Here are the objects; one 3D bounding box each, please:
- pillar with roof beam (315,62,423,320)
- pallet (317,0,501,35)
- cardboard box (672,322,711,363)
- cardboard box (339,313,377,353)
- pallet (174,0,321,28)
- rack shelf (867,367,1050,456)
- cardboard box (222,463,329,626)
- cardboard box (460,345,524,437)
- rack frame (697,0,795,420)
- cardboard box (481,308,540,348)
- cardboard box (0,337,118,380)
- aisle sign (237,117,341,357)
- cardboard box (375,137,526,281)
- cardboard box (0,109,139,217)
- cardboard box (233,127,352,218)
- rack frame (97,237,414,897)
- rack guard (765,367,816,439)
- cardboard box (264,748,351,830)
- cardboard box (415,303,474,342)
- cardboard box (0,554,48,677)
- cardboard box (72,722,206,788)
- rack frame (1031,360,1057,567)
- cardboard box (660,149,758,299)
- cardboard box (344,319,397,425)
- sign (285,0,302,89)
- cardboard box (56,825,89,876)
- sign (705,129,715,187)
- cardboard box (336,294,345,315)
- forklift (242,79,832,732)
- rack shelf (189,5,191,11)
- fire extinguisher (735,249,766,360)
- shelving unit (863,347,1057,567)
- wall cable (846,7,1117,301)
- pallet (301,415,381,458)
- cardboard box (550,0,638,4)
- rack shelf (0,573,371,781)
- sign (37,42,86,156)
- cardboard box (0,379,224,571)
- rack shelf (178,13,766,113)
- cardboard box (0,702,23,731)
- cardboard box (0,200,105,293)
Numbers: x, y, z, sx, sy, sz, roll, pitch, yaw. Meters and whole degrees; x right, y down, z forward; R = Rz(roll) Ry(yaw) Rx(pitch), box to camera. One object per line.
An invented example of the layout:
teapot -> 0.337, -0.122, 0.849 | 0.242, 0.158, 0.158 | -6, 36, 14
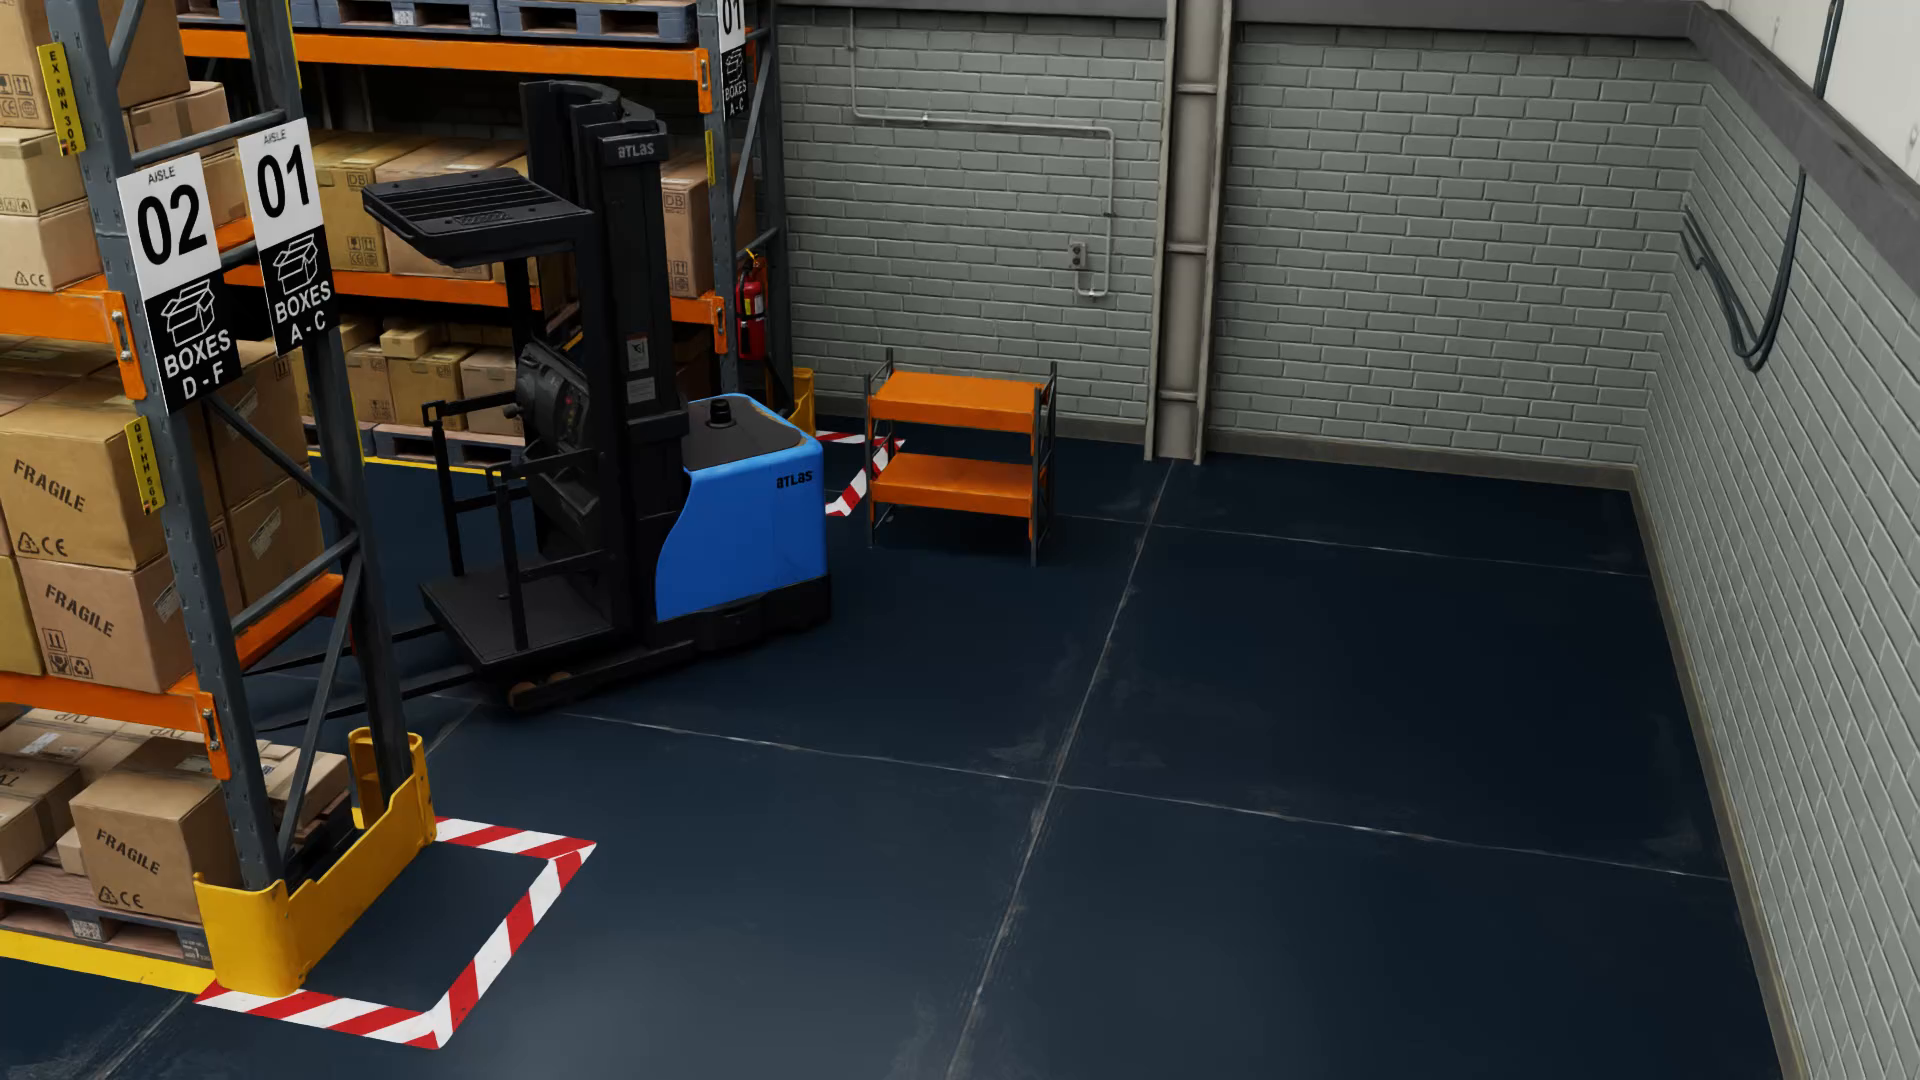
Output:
pillar with roof beam -> -5.393, -3.506, 7.145 | 0.400, 9.000, 9.100 | 6, 26, 13
pallet -> -3.247, -3.395, 10.505 | 1.213, 0.211, 1.003 | 6, 26, 13
cardboard box -> -1.873, -1.333, 11.225 | 0.250, 0.149, 0.380 | 6, 26, 13
cardboard box -> -4.230, -1.423, 11.413 | 0.250, 0.149, 0.380 | 7, 26, 15
pallet -> -4.425, -3.526, 10.781 | 1.213, 0.211, 1.003 | 6, 26, 13
rack shelf -> 0.007, -0.771, 9.881 | 1.000, 0.278, 0.538 | 6, 26, 13
cardboard box -> -2.935, -0.016, 6.677 | 0.500, 0.500, 0.500 | 7, 26, 14
cardboard box -> -3.015, -1.077, 11.443 | 0.500, 0.500, 0.700 | 5, 26, 11
rack frame -> -1.341, -1.876, 10.701 | 0.127, 3.000, 1.000 | 6, 26, 13
cardboard box -> -3.101, -1.468, 11.508 | 0.250, 0.149, 0.380 | 7, 26, 14
cardboard box -> -3.443, -0.520, 6.573 | 0.500, 0.500, 0.500 | 7, 26, 14
aisle sign -> -2.432, -1.102, 6.051 | 0.004, 0.787, 0.394 | 6, 26, 13
cardboard box -> -3.281, -2.220, 11.075 | 0.700, 0.700, 0.980 | 5, 26, 10
cardboard box -> -3.132, -1.274, 5.541 | 0.500, 0.250, 0.500 | 6, 26, 13
cardboard box -> -4.693, -2.375, 11.399 | 0.700, 0.700, 0.980 | 7, 26, 14
rack frame -> -2.571, 0.187, 6.368 | 0.127, 3.000, 1.000 | 6, 26, 13
rack guard -> -1.317, -0.745, 11.232 | 0.348, 0.500, 1.175 | 6, 26, 13
cardboard box -> -2.891, 1.088, 7.281 | 0.250, 0.149, 0.380 | 6, 26, 13
cardboard box -> -3.596, -1.522, 11.623 | 0.250, 0.149, 0.380 | 7, 26, 14
cardboard box -> -3.576, 0.153, 6.323 | 0.500, 0.500, 0.500 | 7, 26, 13
cardboard box -> -3.511, 1.000, 7.347 | 0.500, 0.250, 0.500 | 6, 26, 13
rack frame -> 0.499, -0.453, 9.892 | 0.032, 1.125, 0.500 | 6, 26, 13
cardboard box -> -1.837, -2.062, 10.742 | 0.700, 0.700, 0.980 | 8, 26, 15
cardboard box -> -4.030, -1.187, 11.673 | 0.500, 0.500, 0.700 | 6, 26, 12
sign -> -2.436, -1.788, 6.010 | 0.005, 0.325, 0.100 | 6, 26, 13
cardboard box -> -3.529, 1.231, 6.959 | 0.250, 0.166, 0.380 | 6, 26, 13
sign -> -1.489, -2.281, 9.929 | 0.005, 0.325, 0.100 | 6, 26, 13
cardboard box -> -4.607, -1.633, 11.856 | 0.250, 0.149, 0.380 | 6, 26, 13
forklift -> -2.228, -0.696, 8.302 | 3.031, 2.935, 1.130 | -16, 30, -30
rack shelf -> -7.152, -3.548, 11.560 | 4.000, 0.370, 1.077 | 6, 26, 13
fire extinguisher -> -1.309, -1.464, 10.360 | 0.183, 0.674, 0.296 | 6, 26, 13
shelving unit -> 0.007, -0.507, 10.007 | 1.048, 1.125, 0.538 | 6, 26, 13
wall cable -> 0.135, -2.591, 11.021 | 1.851, 1.984, 0.084 | 6, 26, 13
pallet -> -4.498, -0.931, 11.960 | 1.213, 0.211, 1.003 | 6, 26, 13
cardboard box -> -2.116, -3.365, 9.909 | 0.500, 0.250, 0.500 | 7, 26, 15
rack shelf -> -4.508, 0.298, 6.972 | 4.000, 0.370, 1.077 | 6, 26, 13
sign -> -2.728, -1.338, 5.052 | 0.005, 0.325, 0.100 | 6, 26, 13
cardboard box -> -3.070, -0.243, 5.991 | 0.500, 0.500, 0.500 | 6, 26, 13
rack shelf -> -3.278, -3.119, 10.660 | 4.000, 0.370, 1.077 | 6, 26, 13
cardboard box -> -4.624, 0.886, 7.292 | 0.637, 0.503, 0.797 | 6, 26, 13
cardboard box -> -3.134, -1.045, 5.640 | 0.500, 0.250, 0.500 | 6, 26, 13
